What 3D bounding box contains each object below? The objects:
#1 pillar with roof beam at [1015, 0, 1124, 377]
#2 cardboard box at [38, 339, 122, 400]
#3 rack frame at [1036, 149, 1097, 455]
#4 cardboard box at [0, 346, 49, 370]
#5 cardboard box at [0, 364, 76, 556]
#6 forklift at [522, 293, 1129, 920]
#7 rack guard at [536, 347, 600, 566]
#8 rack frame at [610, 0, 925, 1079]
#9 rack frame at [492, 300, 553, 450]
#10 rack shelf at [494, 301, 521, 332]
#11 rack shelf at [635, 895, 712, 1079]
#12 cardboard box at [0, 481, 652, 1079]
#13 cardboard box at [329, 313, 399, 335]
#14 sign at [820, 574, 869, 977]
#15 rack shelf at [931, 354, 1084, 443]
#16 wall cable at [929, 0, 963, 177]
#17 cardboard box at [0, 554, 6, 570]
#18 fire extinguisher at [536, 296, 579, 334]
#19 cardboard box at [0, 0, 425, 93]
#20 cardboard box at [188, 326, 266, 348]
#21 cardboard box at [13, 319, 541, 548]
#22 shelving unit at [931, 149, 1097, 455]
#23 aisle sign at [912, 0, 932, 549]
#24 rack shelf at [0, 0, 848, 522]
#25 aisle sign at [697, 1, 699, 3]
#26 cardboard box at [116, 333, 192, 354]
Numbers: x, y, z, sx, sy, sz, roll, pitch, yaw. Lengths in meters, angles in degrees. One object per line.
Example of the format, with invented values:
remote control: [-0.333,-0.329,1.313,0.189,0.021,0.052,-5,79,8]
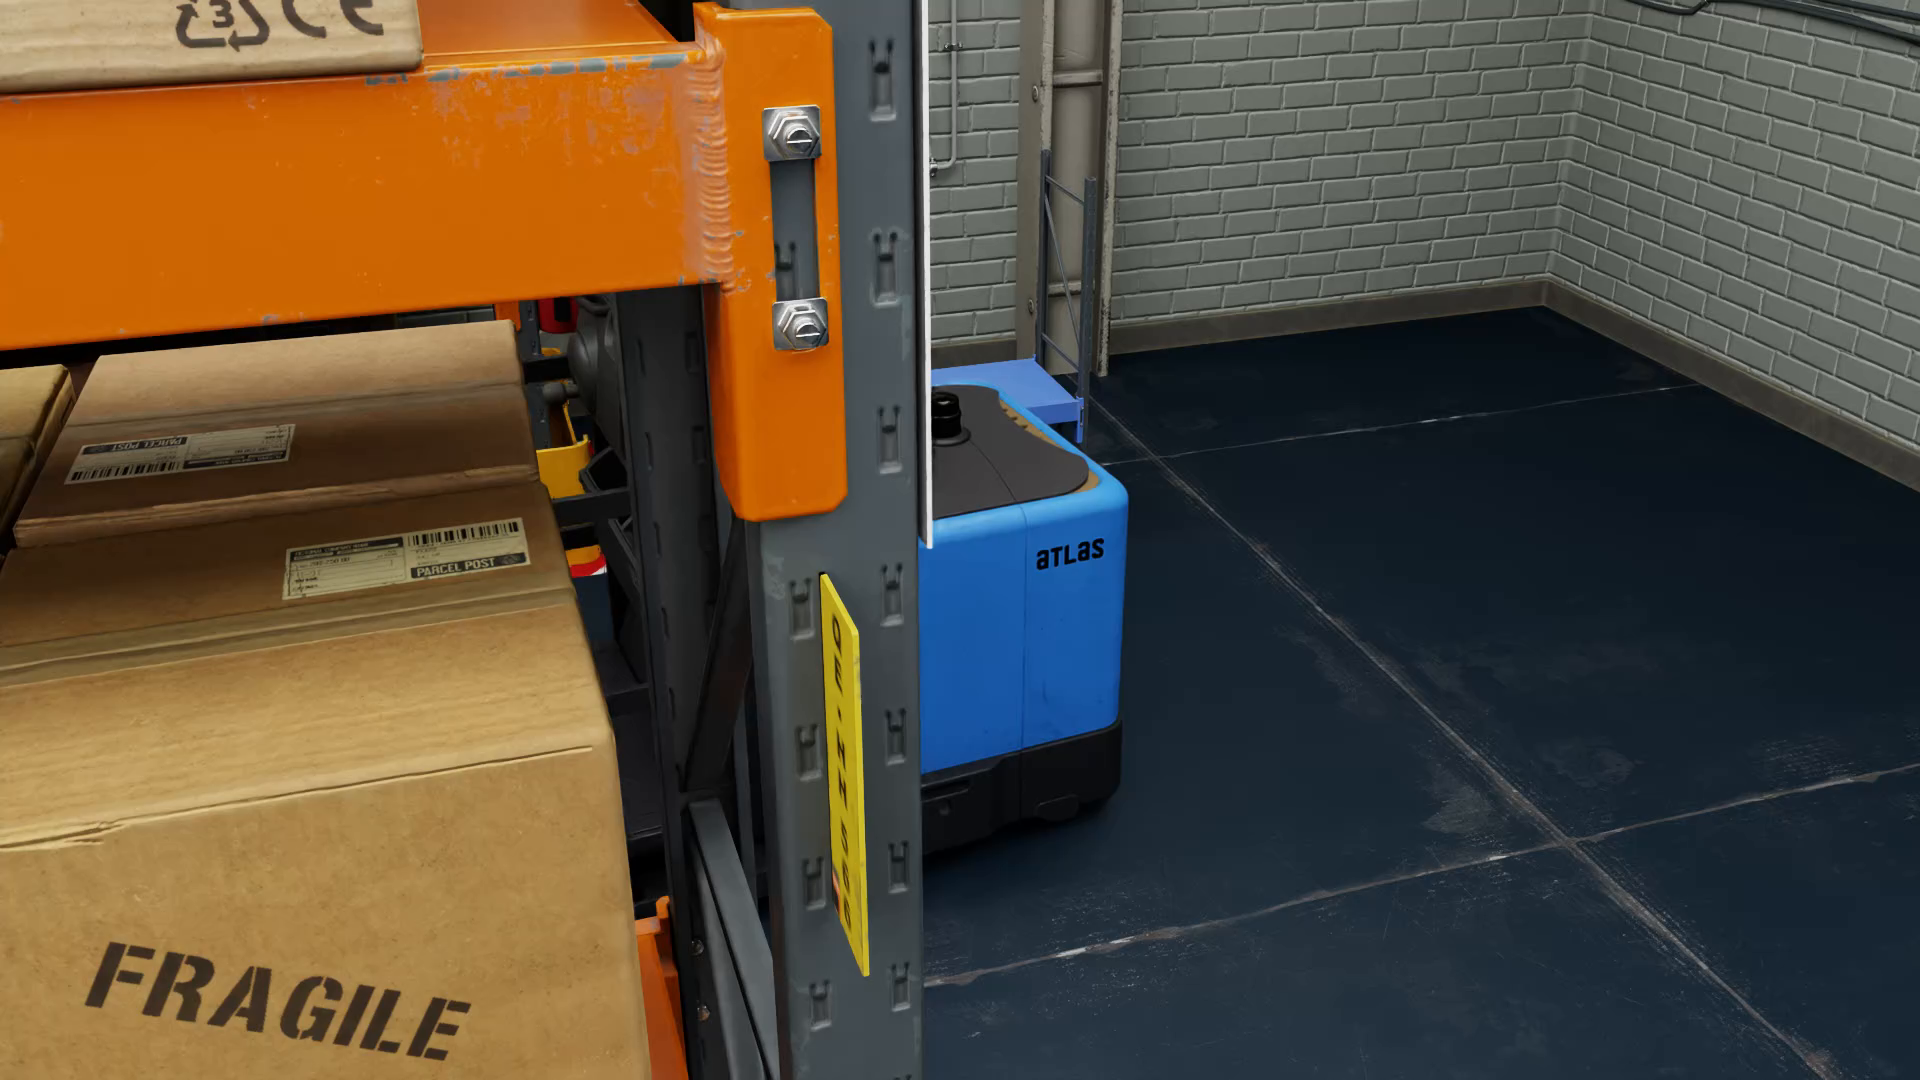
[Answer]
pillar with roof beam: [1.850,-3.083,2.840,0.400,9.000,9.100,-8,28,-16]
cardboard box: [-3.321,-0.661,6.318,0.250,0.149,0.380,-8,27,-15]
rack frame: [0.402,-0.730,6.534,0.032,1.500,0.500,-8,28,-16]
cardboard box: [-3.565,-0.626,6.246,0.250,0.149,0.380,-8,27,-16]
cardboard box: [-1.243,0.147,1.843,0.500,0.500,0.500,-8,27,-16]
forklift: [-1.074,-0.428,4.315,3.031,2.935,1.130,-11,29,-21]
rack guard: [-1.759,-0.362,6.918,0.348,0.500,1.175,-8,28,-16]
rack frame: [-0.246,0.614,2.140,0.053,2.616,0.949,-8,28,-16]
rack frame: [-1.782,-1.479,6.355,0.127,3.000,1.000,-8,28,-16]
rack shelf: [-3.684,-0.881,5.961,4.000,0.370,1.077,-8,28,-16]
rack shelf: [-2.146,1.213,1.743,4.000,0.370,1.077,-8,28,-16]
cardboard box: [-0.583,0.300,1.535,0.500,0.500,0.500,-8,28,-17]
cardboard box: [-2.360,-0.801,6.599,0.250,0.149,0.380,-8,28,-16]
sign: [-0.092,0.192,1.332,0.005,0.325,0.100,-8,28,-16]
rack shelf: [-0.081,-0.499,6.473,1.000,0.185,0.538,-8,28,-16]
wall cable: [-0.858,-2.510,7.290,1.851,1.984,0.084,-8,28,-16]
cardboard box: [-1.063,0.370,1.394,0.500,0.500,0.500,-7,27,-15]
fire extinguisher: [-1.496,-1.103,6.104,0.183,0.674,0.296,-8,28,-16]
cardboard box: [-0.652,-0.479,1.137,0.500,0.250,0.500,-8,28,-16]
cardboard box: [-2.841,-0.731,6.458,0.250,0.149,0.380,-8,28,-16]
cardboard box: [-0.748,0.072,1.994,0.500,0.500,0.500,-7,27,-15]
shelving unit: [-0.081,-0.660,6.393,1.048,1.500,0.538,-8,28,-16]
aisle sign: [-0.085,-0.429,1.317,0.004,0.787,0.394,-8,28,-16]
rack shelf: [-2.146,-0.131,1.076,4.000,0.370,1.077,-8,28,-16]
aisle sign: [-0.271,-0.683,1.828,0.004,0.787,0.394,-8,28,-16]
cardboard box: [-3.080,-0.696,6.389,0.250,0.149,0.380,-8,28,-16]
